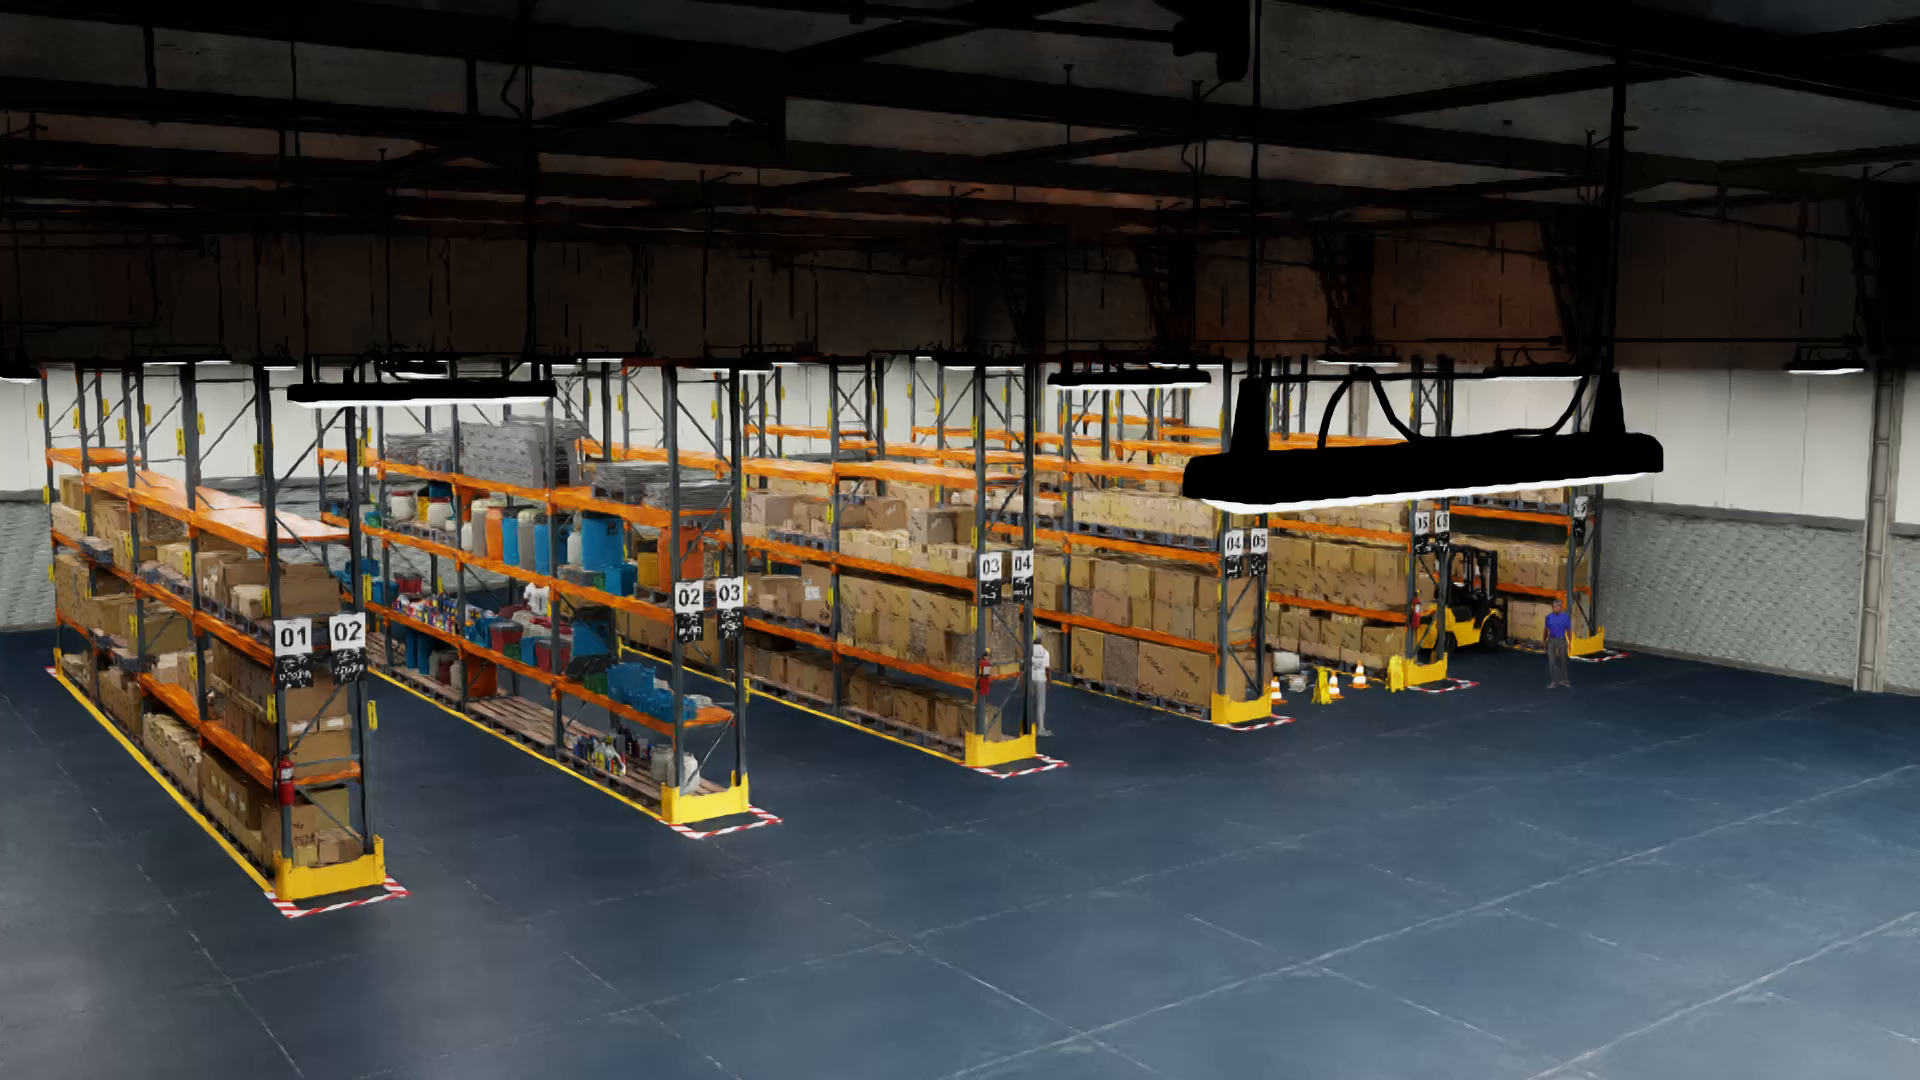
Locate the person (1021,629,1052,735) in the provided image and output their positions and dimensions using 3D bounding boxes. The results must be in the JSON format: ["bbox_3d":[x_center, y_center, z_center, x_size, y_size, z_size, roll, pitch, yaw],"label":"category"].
[{"bbox_3d":[1.233,2.281,26.737,0.553,1.684,0.437,3,7,23],"label":"person"}]

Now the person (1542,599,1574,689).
[{"bbox_3d":[10.945,1.880,30.386,0.568,1.647,0.526,3,8,26],"label":"person"}]

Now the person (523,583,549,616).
[{"bbox_3d":[-8.502,1.445,33.653,0.589,1.716,1.043,-5,9,-37],"label":"person"}]
